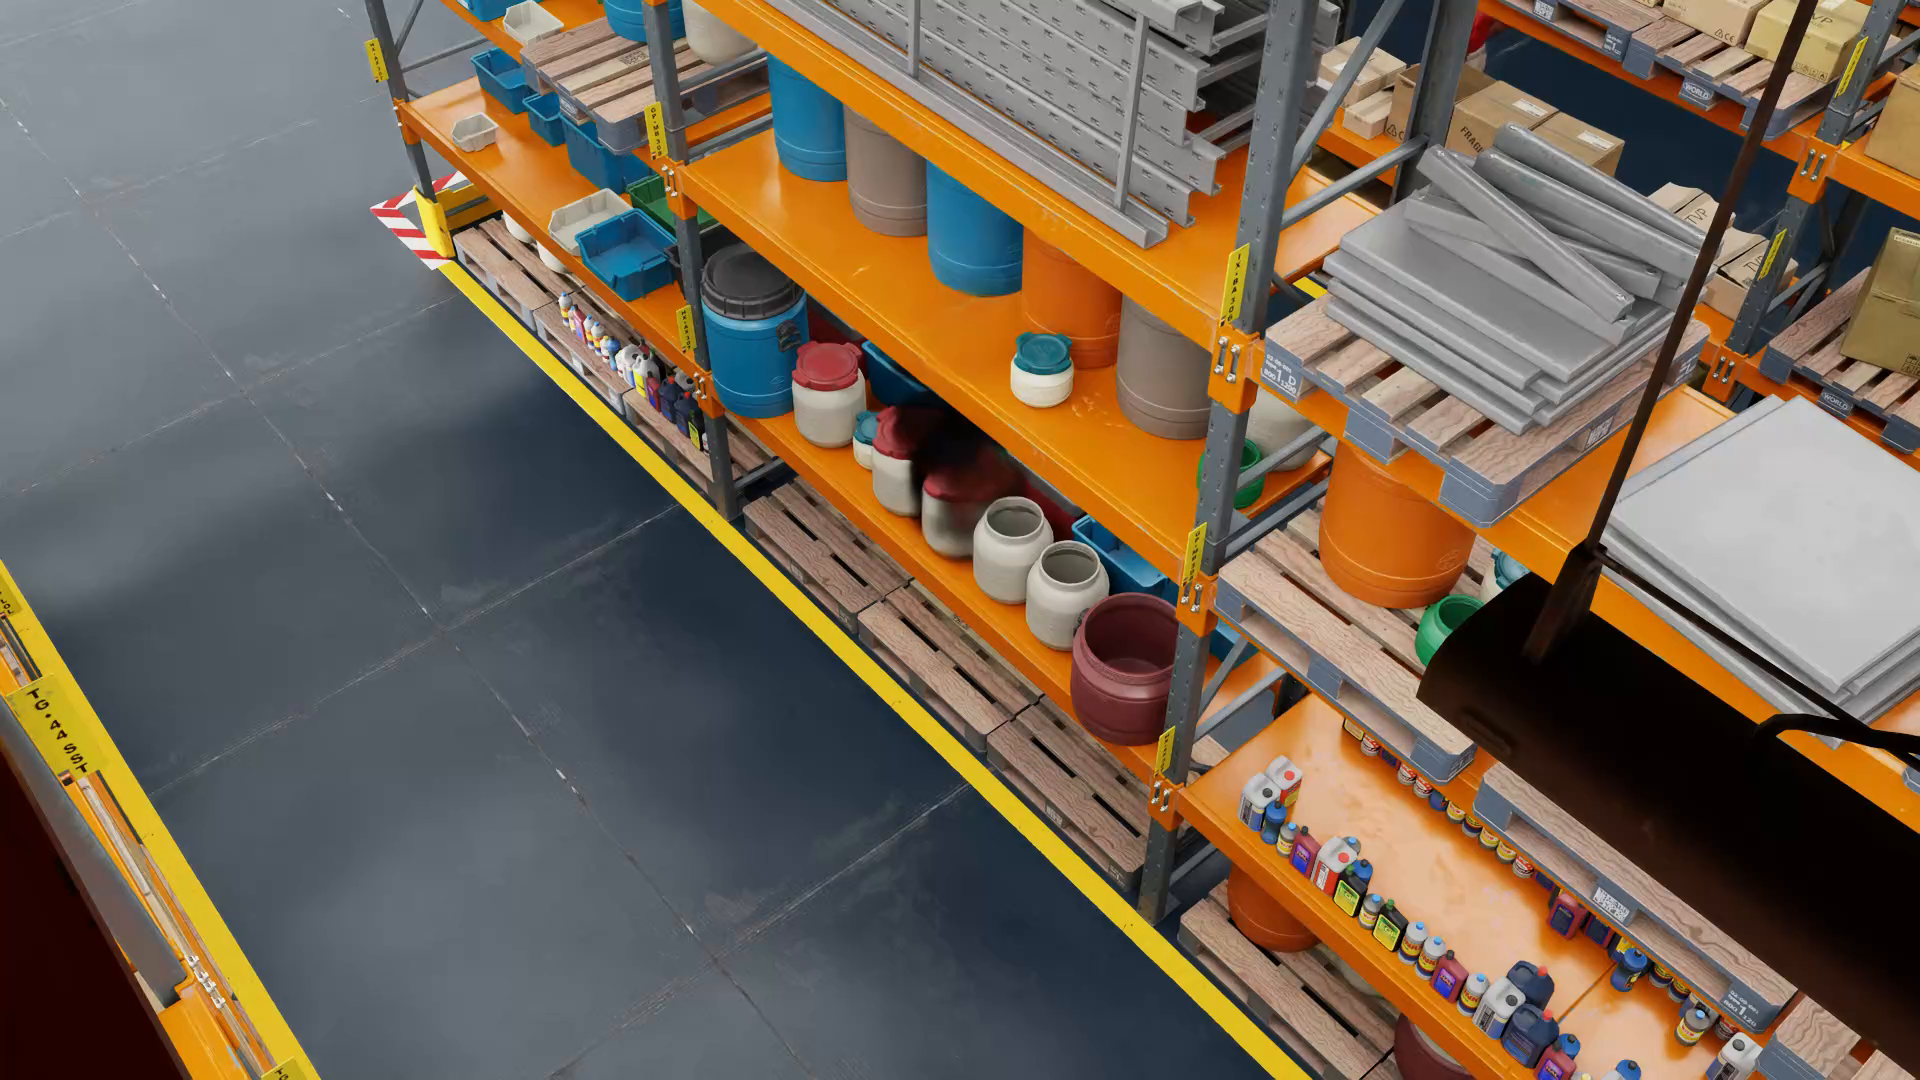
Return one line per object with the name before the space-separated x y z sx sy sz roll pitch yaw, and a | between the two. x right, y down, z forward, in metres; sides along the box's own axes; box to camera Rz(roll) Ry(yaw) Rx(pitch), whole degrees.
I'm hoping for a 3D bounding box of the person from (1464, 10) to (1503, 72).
person | 4.092 -3.838 13.516 0.571 1.607 0.622 33 55 27
